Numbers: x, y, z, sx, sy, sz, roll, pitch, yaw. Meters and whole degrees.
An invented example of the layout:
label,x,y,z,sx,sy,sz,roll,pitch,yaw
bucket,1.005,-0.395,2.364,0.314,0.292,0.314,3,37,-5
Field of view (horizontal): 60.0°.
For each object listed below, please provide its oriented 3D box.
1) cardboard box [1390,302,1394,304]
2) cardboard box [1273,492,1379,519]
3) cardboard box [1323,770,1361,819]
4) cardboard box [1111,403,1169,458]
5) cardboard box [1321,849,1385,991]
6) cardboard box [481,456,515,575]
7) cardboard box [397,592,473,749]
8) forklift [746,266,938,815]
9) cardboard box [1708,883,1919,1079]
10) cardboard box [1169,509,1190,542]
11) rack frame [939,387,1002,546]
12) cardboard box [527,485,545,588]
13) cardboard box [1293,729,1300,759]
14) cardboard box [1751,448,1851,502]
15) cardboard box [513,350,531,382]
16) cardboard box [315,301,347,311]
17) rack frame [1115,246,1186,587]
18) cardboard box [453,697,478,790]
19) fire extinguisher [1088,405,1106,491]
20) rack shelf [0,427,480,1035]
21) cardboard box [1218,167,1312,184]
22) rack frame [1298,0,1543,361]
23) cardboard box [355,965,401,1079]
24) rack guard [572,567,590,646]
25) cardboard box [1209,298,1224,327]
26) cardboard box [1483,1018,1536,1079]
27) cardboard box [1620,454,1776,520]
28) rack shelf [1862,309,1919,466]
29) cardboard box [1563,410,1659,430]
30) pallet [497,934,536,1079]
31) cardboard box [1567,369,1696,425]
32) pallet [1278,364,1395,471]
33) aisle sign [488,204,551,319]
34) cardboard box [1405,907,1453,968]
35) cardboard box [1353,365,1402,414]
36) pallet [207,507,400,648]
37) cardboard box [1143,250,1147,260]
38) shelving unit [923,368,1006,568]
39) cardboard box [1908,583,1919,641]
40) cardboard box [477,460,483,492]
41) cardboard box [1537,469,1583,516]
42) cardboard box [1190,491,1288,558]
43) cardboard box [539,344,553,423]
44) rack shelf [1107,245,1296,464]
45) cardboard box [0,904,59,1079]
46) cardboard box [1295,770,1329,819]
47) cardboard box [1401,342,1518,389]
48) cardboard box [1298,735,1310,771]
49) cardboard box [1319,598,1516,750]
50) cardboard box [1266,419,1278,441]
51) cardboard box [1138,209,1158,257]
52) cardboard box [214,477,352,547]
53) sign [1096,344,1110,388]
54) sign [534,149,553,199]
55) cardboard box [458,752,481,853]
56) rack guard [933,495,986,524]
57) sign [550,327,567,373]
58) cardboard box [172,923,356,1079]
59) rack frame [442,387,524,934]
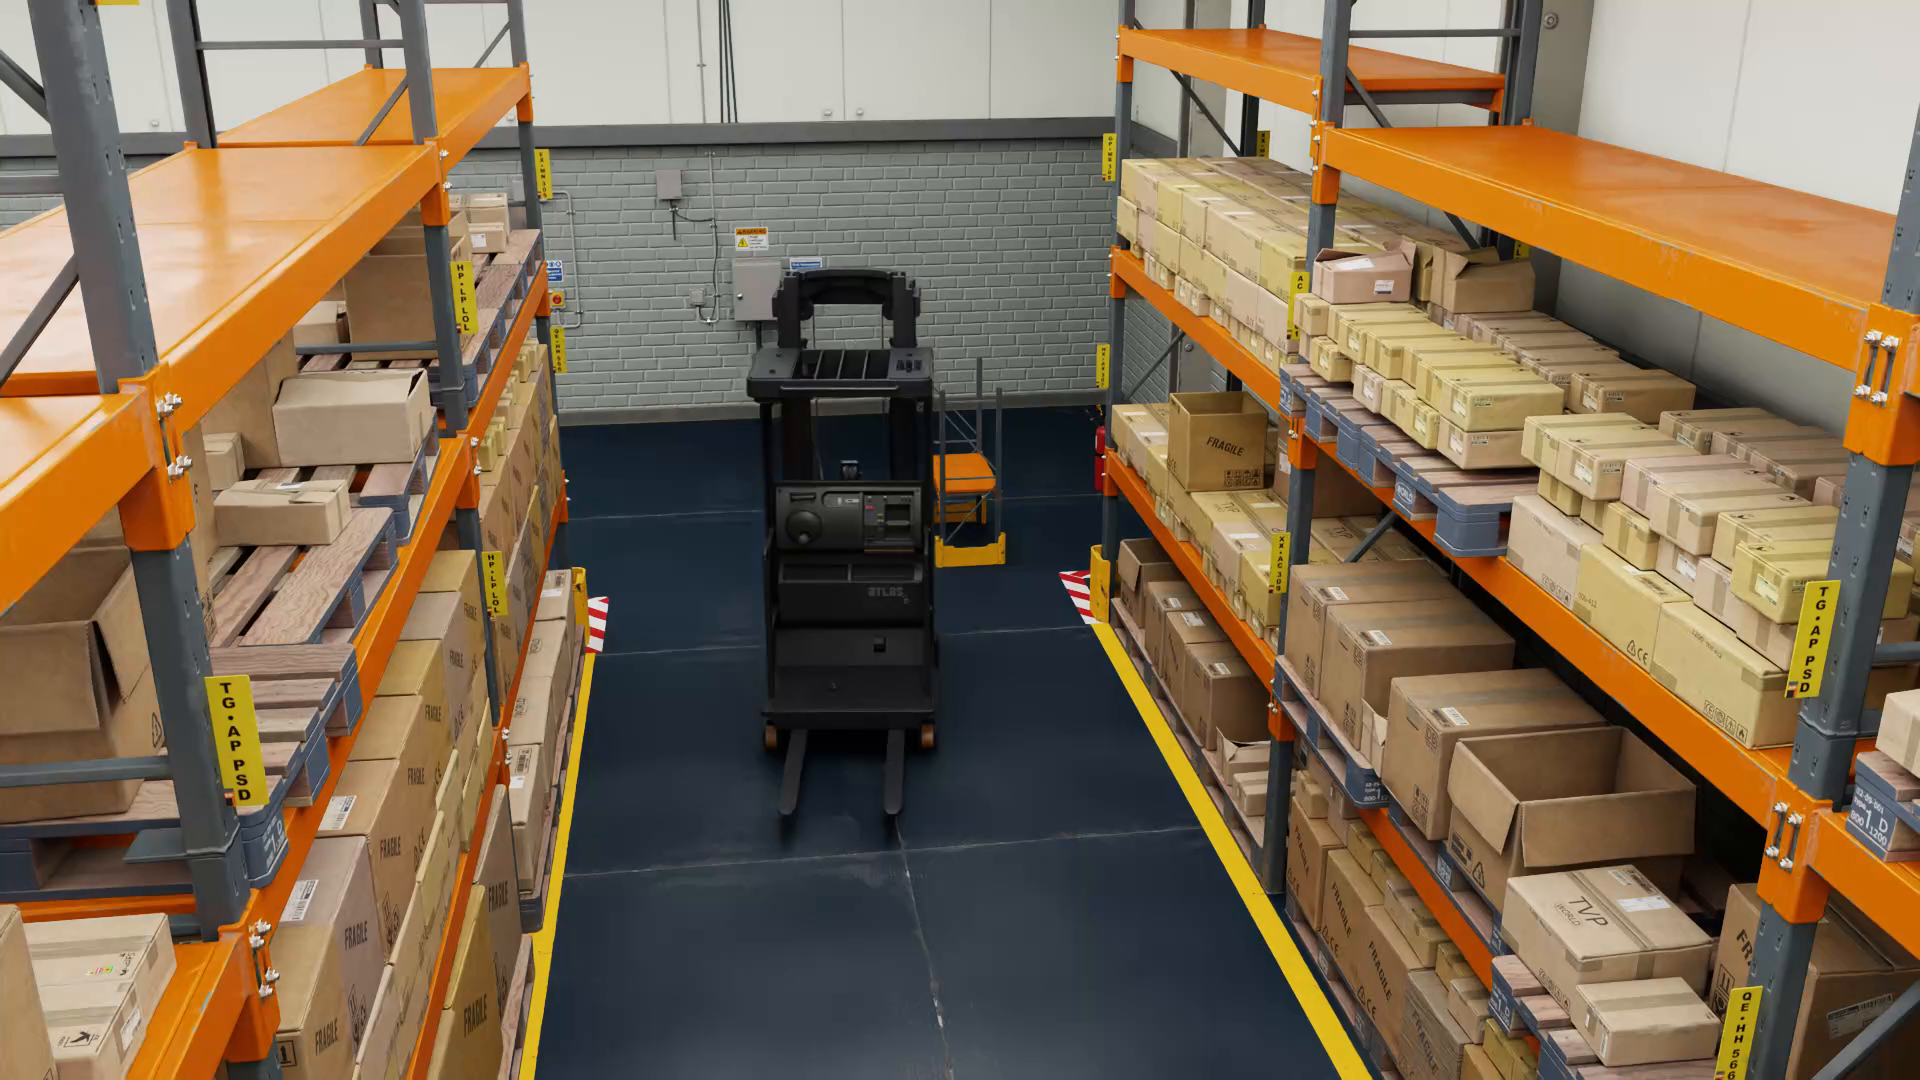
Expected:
label,x,y,z,sx,sy,sz,roll,pitch,yaw
cardboard box,2.371,-1.170,8.639,0.500,0.250,0.500,-3,21,-9
cardboard box,2.206,-0.113,10.094,0.500,0.250,0.500,-2,21,-7
cardboard box,2.035,1.250,8.277,0.380,0.149,0.250,-4,21,-10
cardboard box,1.384,-0.790,11.907,0.500,0.250,0.500,-3,21,-7
cardboard box,2.096,1.830,8.075,0.500,0.500,0.500,-3,21,-8
cardboard box,-2.645,-0.122,8.759,0.500,0.500,0.500,-3,21,-8
cardboard box,-2.354,0.551,6.957,0.500,0.500,0.500,-3,21,-7
forklift,-0.708,-0.133,10.458,1.130,2.935,3.031,0,20,-1
cardboard box,2.819,1.449,5.381,0.500,0.500,0.500,-2,21,-5
cardboard box,1.556,-0.107,10.650,0.380,0.149,0.250,-2,21,-7
rack frame,0.086,-0.497,13.478,0.500,1.500,0.032,-3,21,-8
cardboard box,-2.766,-0.003,9.868,0.500,0.500,0.500,-2,21,-6
cardboard box,2.238,1.241,10.154,0.380,0.149,0.250,-3,21,-8
cardboard box,2.828,-0.189,5.442,0.380,0.149,0.250,-2,21,-6
cardboard box,-2.899,-1.084,10.406,0.380,0.149,0.250,-2,21,-7
cardboard box,-3.196,-1.082,8.230,0.380,0.149,0.250,-2,21,-6
rack frame,1.582,-0.891,12.390,0.949,2.616,0.053,-3,21,-8
cardboard box,-2.366,0.894,7.109,0.500,0.250,0.500,-2,21,-6
fire extinguisher,1.107,-0.708,12.543,0.296,0.674,0.183,-3,21,-8
rack shelf,-2.461,0.369,5.755,1.077,0.370,4.000,-3,21,-8
cardboard box,2.000,-2.280,10.895,0.500,0.250,0.500,-4,21,-9
rack frame,2.162,-2.317,7.632,1.000,3.000,0.127,-3,21,-8
cardboard box,-2.075,1.599,5.221,0.500,0.250,0.500,-2,21,-6
rack guard,-3.329,0.523,12.176,1.175,0.500,0.348,-3,21,-8
cardboard box,1.673,-1.348,9.685,0.380,0.149,0.250,-3,21,-7
cardboard box,2.323,2.024,6.629,0.380,0.149,0.250,-3,21,-9
cardboard box,2.380,-0.163,5.372,0.380,0.149,0.250,-3,21,-9
rack shelf,3.027,0.285,2.266,1.077,0.370,4.000,-3,21,-8
cardboard box,2.550,-0.404,6.413,0.380,0.149,0.250,-3,21,-7
pallet,-2.563,2.315,7.791,1.003,0.211,1.213,-3,21,-8
cardboard box,2.569,-0.547,6.371,0.380,0.149,0.250,-2,21,-6
pallet,2.187,-0.594,7.576,1.213,0.211,1.003,-3,21,-8
aisle sign,-3.029,-1.898,11.370,0.394,0.787,0.004,-3,21,-8
cardboard box,2.201,1.750,7.362,0.380,0.149,0.250,-2,21,-6
cardboard box,1.900,-0.648,7.067,0.380,0.149,0.250,-3,21,-7
pallet,-2.482,0.206,5.434,1.003,0.211,1.213,-2,21,-5
cardboard box,1.465,-1.967,11.343,0.380,0.149,0.250,-3,21,-7
shelving unit,0.011,-0.676,13.957,0.587,1.500,1.083,-3,21,-8
cardboard box,2.922,0.218,4.777,0.380,0.149,0.250,-3,21,-7
cardboard box,-2.591,-0.284,8.265,0.380,0.149,0.250,-3,21,-7
cardboard box,2.290,-0.201,5.898,0.380,0.149,0.250,-2,21,-6
cardboard box,1.702,-0.086,10.022,0.500,0.250,0.500,-3,21,-8
cardboard box,-3.021,-1.000,11.109,0.500,0.500,0.500,-2,21,-6
rack shelf,1.874,-1.267,10.137,1.077,0.370,4.000,-3,21,-8
cardboard box,-2.046,1.007,2.878,0.700,0.500,0.500,-3,21,-8
cardboard box,1.950,1.301,8.564,0.380,0.149,0.250,-2,21,-5
cardboard box,2.033,-0.699,6.779,0.380,0.149,0.250,-3,21,-7
cardboard box,2.301,1.316,9.723,0.500,0.311,0.500,-2,21,-6
cardboard box,2.085,0.608,7.632,0.700,0.500,0.500,-3,21,-7
cardboard box,1.987,-0.636,11.495,0.500,0.250,0.500,-3,21,-8
cardboard box,1.473,-2.023,10.923,0.500,0.250,0.500,-3,21,-7
cardboard box,-2.328,-0.100,5.718,0.380,0.166,0.250,-1,21,-3
sign,1.049,-1.270,12.165,0.100,0.325,0.005,-3,21,-8
sign,-2.787,-2.445,11.111,0.100,0.325,0.005,-3,21,-8
cardboard box,-2.363,1.134,7.180,0.500,0.250,0.500,-3,21,-9
rack guard,-0.061,-0.263,14.638,0.587,0.250,0.087,-3,21,-8
sign,-2.787,-1.316,11.533,0.100,0.325,0.005,-3,21,-8
cardboard box,-2.002,1.432,4.598,0.500,0.500,0.500,-4,21,-10
rack frame,-2.749,0.745,8.008,1.000,3.000,0.127,-3,21,-8
